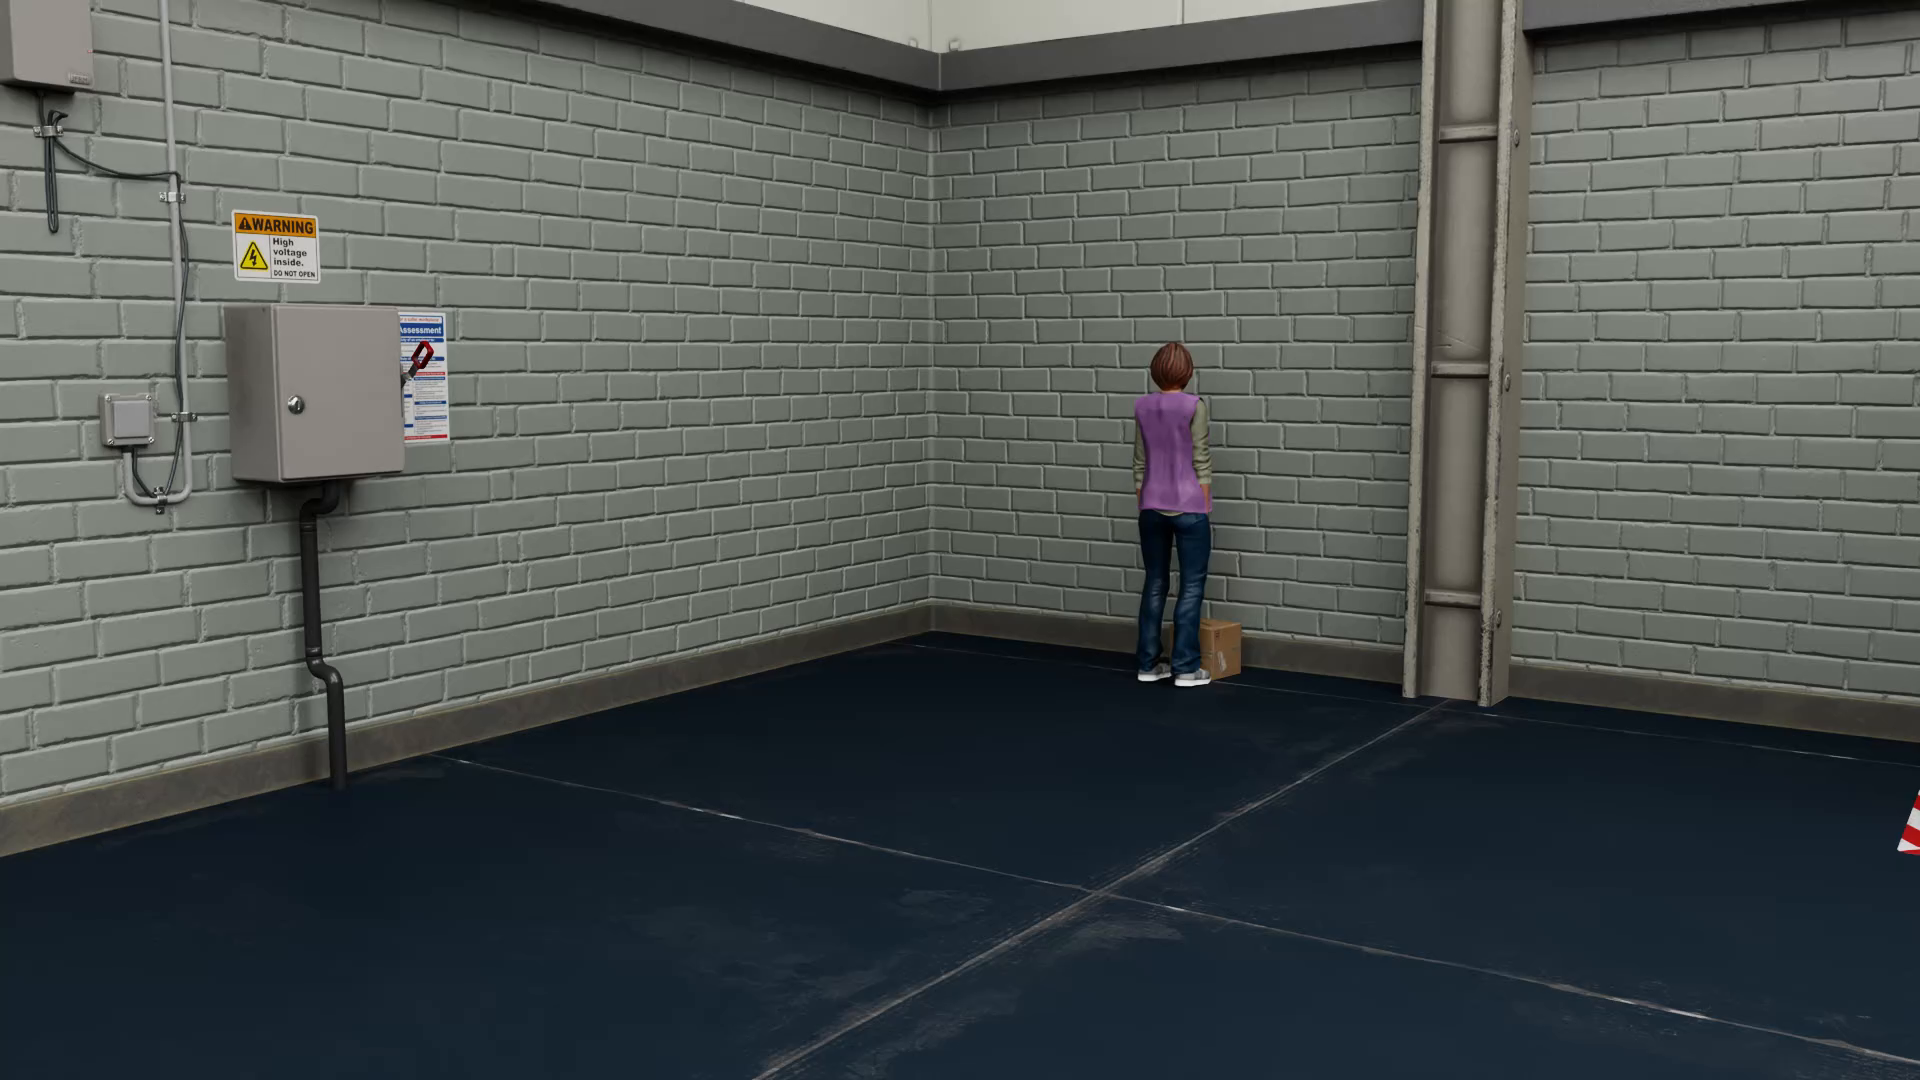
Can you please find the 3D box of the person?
[{"bbox_3d":[0.986,-0.119,7.748,0.406,1.596,0.310,5,8,35],"label":"person"}]
